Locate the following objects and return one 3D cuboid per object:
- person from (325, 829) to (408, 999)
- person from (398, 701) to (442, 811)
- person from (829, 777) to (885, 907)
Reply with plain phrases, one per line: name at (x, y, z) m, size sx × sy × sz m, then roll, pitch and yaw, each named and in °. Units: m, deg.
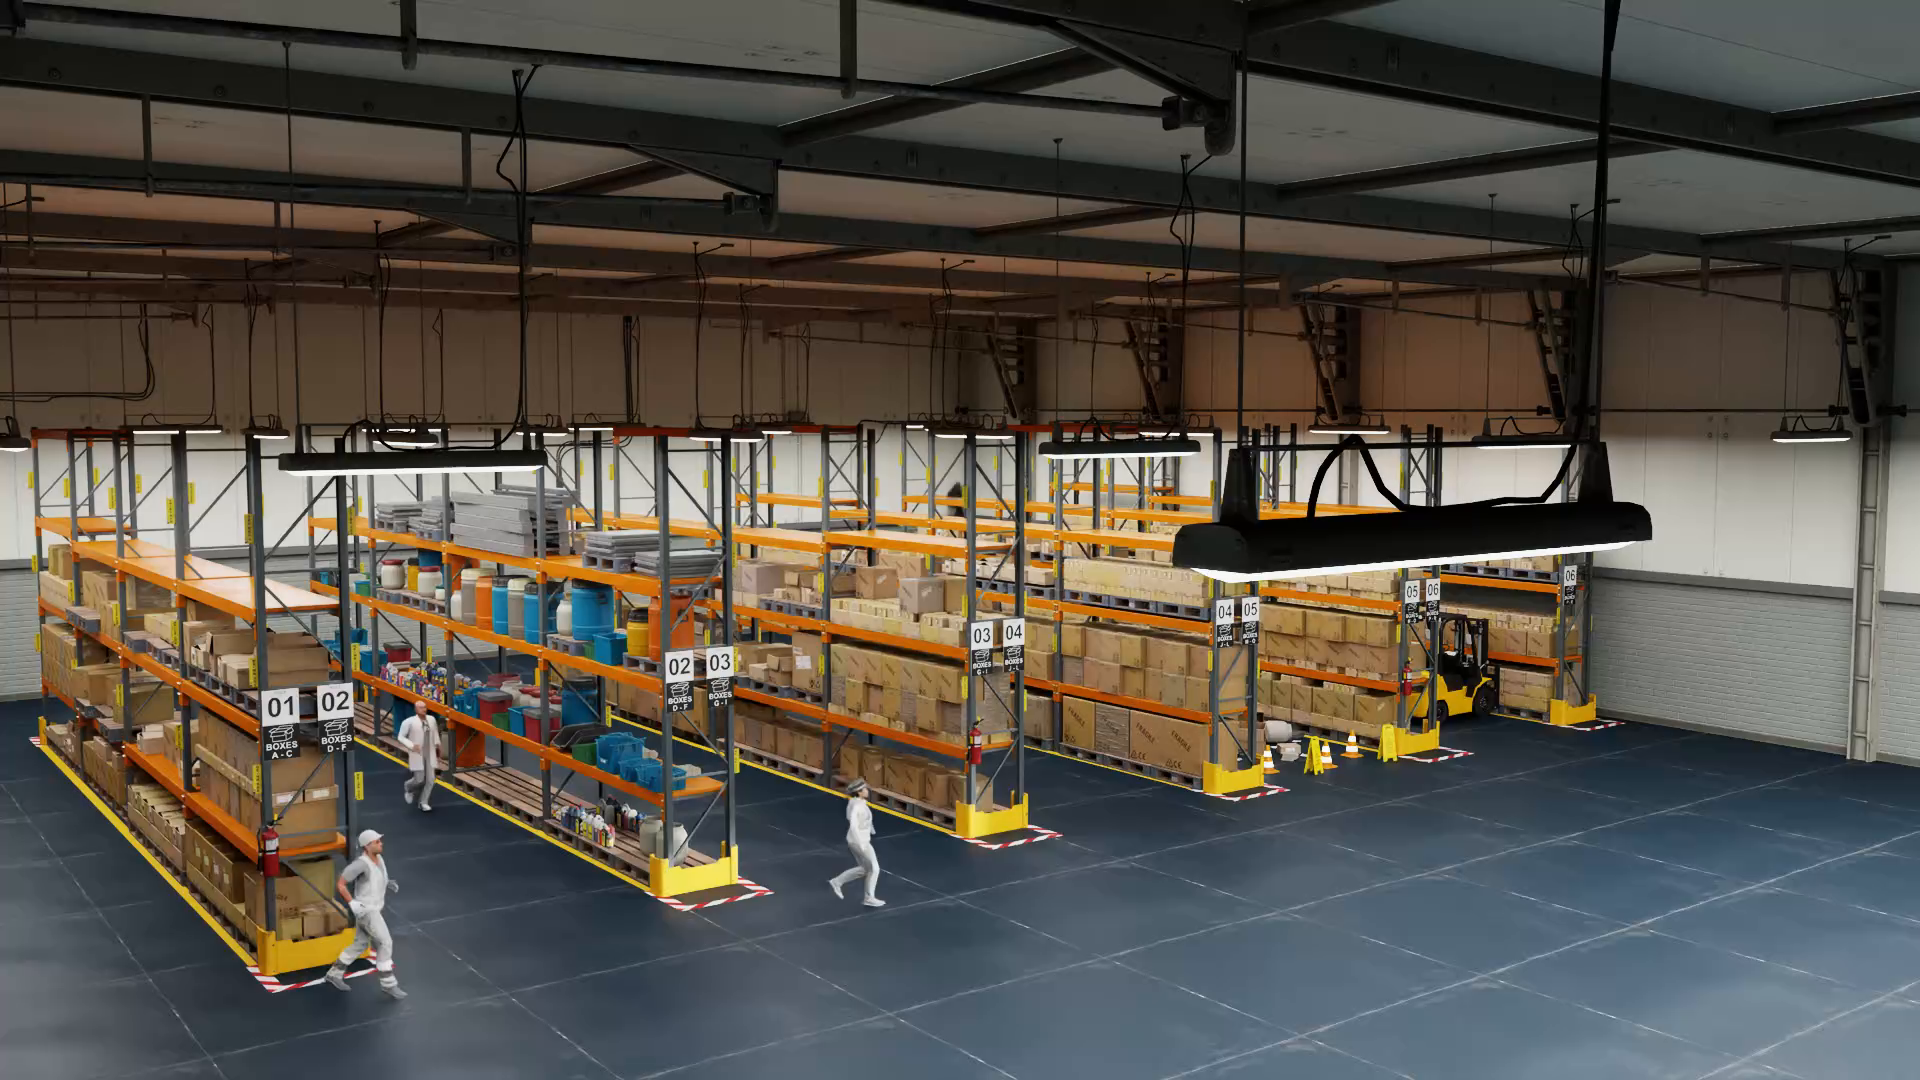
person at (-6.401, 4.011, 17.934) m, size 0.905 × 1.809 × 0.664 m, roll 0°, pitch 4°, yaw -5°
person at (-8.534, 3.397, 26.309) m, size 0.673 × 1.731 × 0.702 m, roll 4°, pitch 6°, yaw 44°
person at (-1.292, 3.848, 21.150) m, size 0.683 × 1.675 × 0.661 m, roll -1°, pitch 5°, yaw -15°
